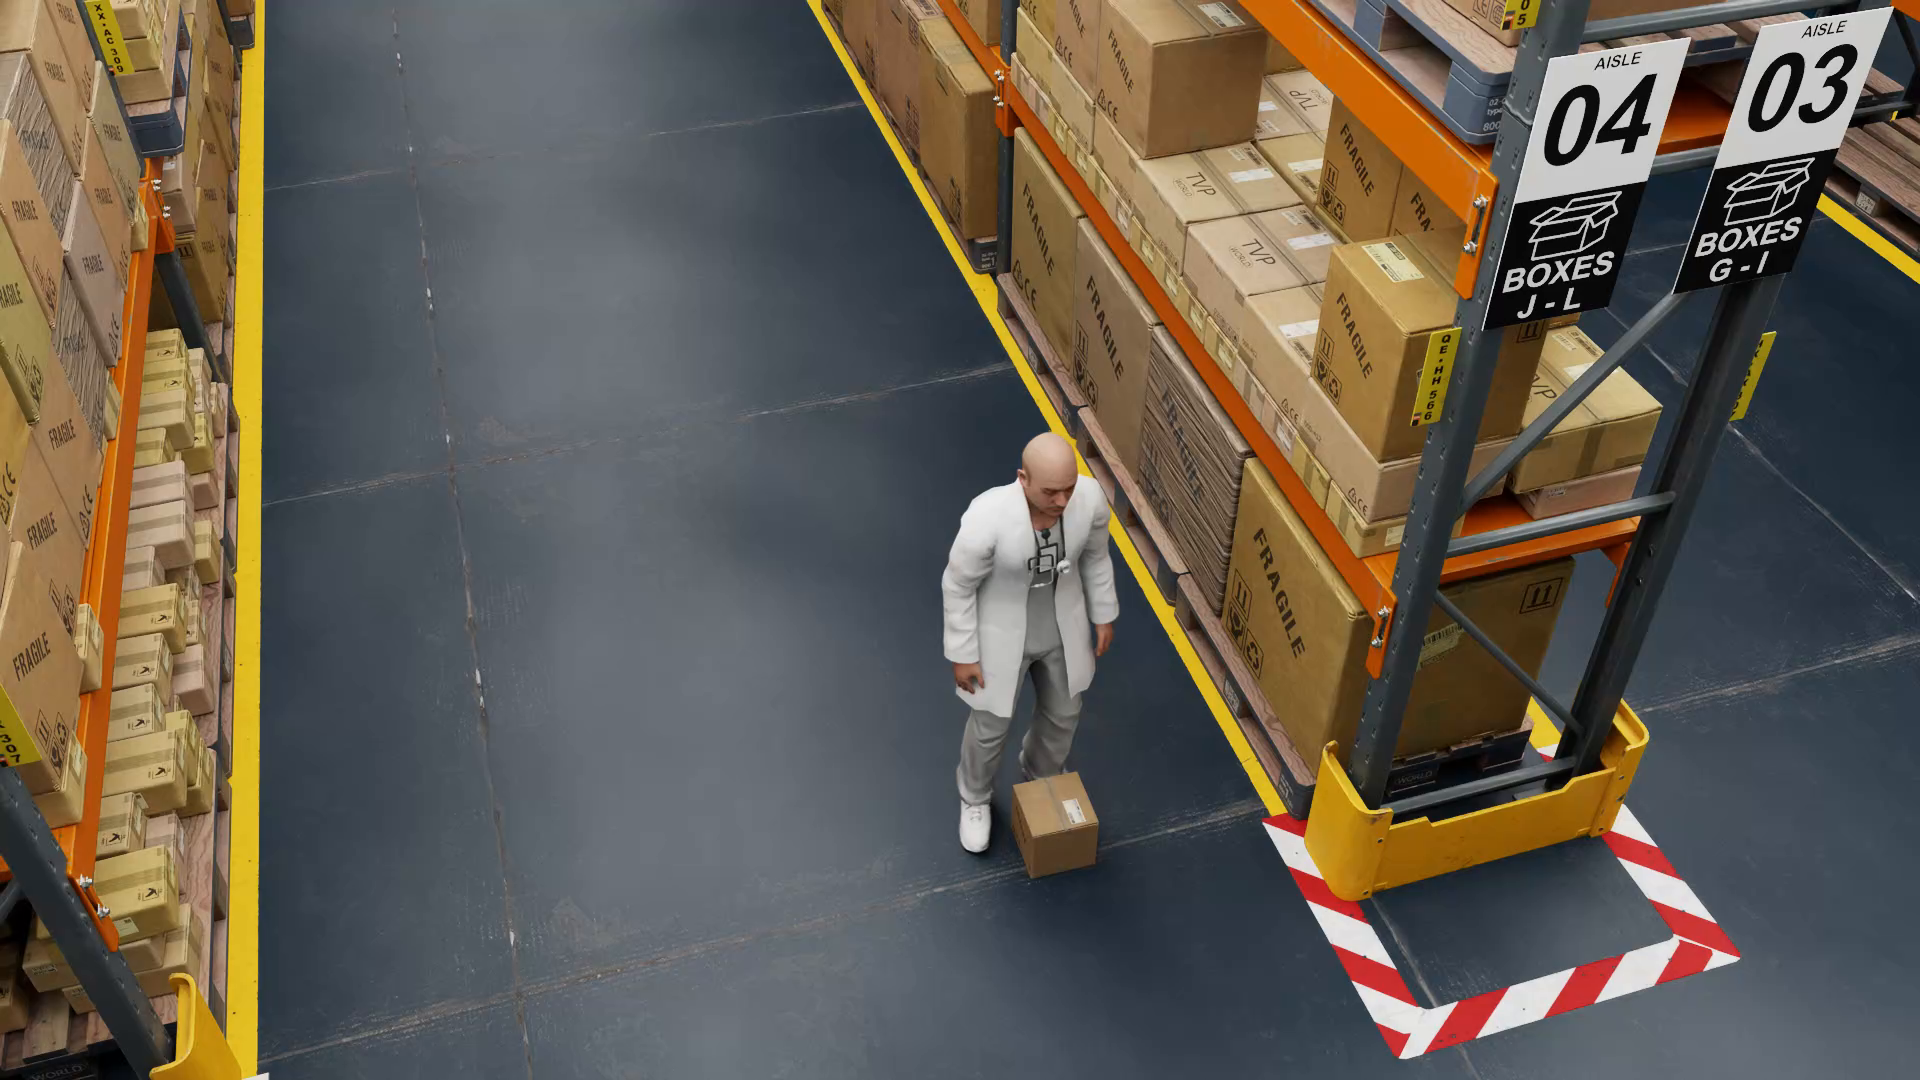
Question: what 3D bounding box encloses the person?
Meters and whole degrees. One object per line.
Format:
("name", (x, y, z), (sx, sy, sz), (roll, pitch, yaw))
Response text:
("person", (0.249, 0.330, 5.799), (0.655, 1.775, 0.423), (-15, 44, -16))
